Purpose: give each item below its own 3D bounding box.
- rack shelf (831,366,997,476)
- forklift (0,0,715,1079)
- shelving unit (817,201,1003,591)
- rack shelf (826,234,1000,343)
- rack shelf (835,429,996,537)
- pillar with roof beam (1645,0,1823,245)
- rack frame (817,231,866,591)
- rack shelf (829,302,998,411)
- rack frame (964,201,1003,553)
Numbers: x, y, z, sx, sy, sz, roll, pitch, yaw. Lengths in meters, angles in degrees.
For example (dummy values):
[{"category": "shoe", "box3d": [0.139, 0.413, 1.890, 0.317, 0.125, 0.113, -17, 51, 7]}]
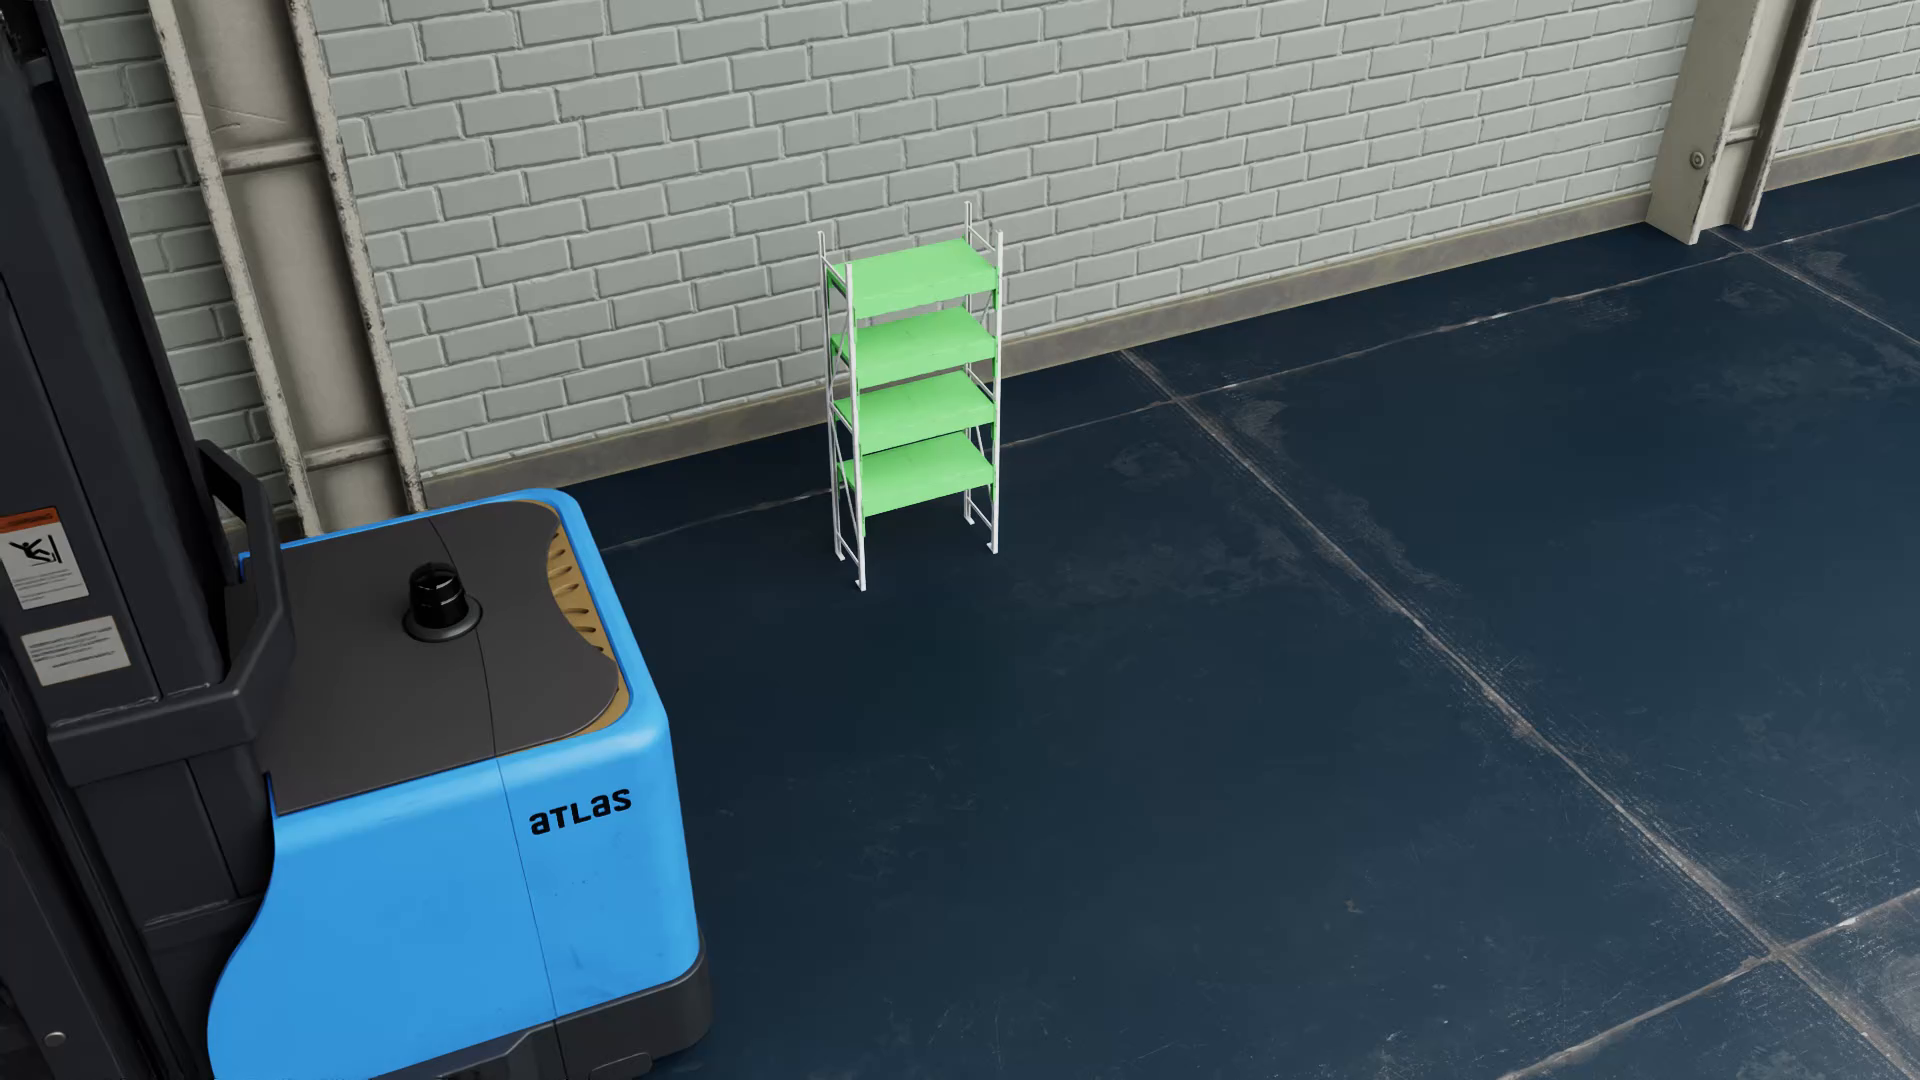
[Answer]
[{"category": "rack shelf", "box3d": [-0.150, -0.389, 5.374, 0.480, 0.148, 0.258, -16, 39, -20]}, {"category": "forklift", "box3d": [-2.166, 0.143, 3.097, 3.031, 2.935, 1.130, -14, 39, -18]}, {"category": "shelving unit", "box3d": [-0.150, -0.440, 5.336, 0.503, 1.200, 0.258, -16, 39, -20]}, {"category": "rack shelf", "box3d": [-0.150, -0.774, 5.088, 0.480, 0.148, 0.258, -16, 39, -20]}, {"category": "rack shelf", "box3d": [-0.150, -0.196, 5.517, 0.480, 0.148, 0.258, -16, 39, -20]}, {"category": "pillar with roof beam", "box3d": [5.253, -2.767, 1.926, 0.400, 9.000, 9.100, -16, 39, -20]}, {"category": "rack frame", "box3d": [-0.371, -0.378, 5.253, 0.015, 1.200, 0.240, -16, 39, -20]}, {"category": "rack shelf", "box3d": [-0.150, -0.581, 5.231, 0.480, 0.148, 0.258, -16, 39, -20]}, {"category": "rack frame", "box3d": [0.071, -0.502, 5.419, 0.015, 1.200, 0.240, -16, 39, -20]}]
